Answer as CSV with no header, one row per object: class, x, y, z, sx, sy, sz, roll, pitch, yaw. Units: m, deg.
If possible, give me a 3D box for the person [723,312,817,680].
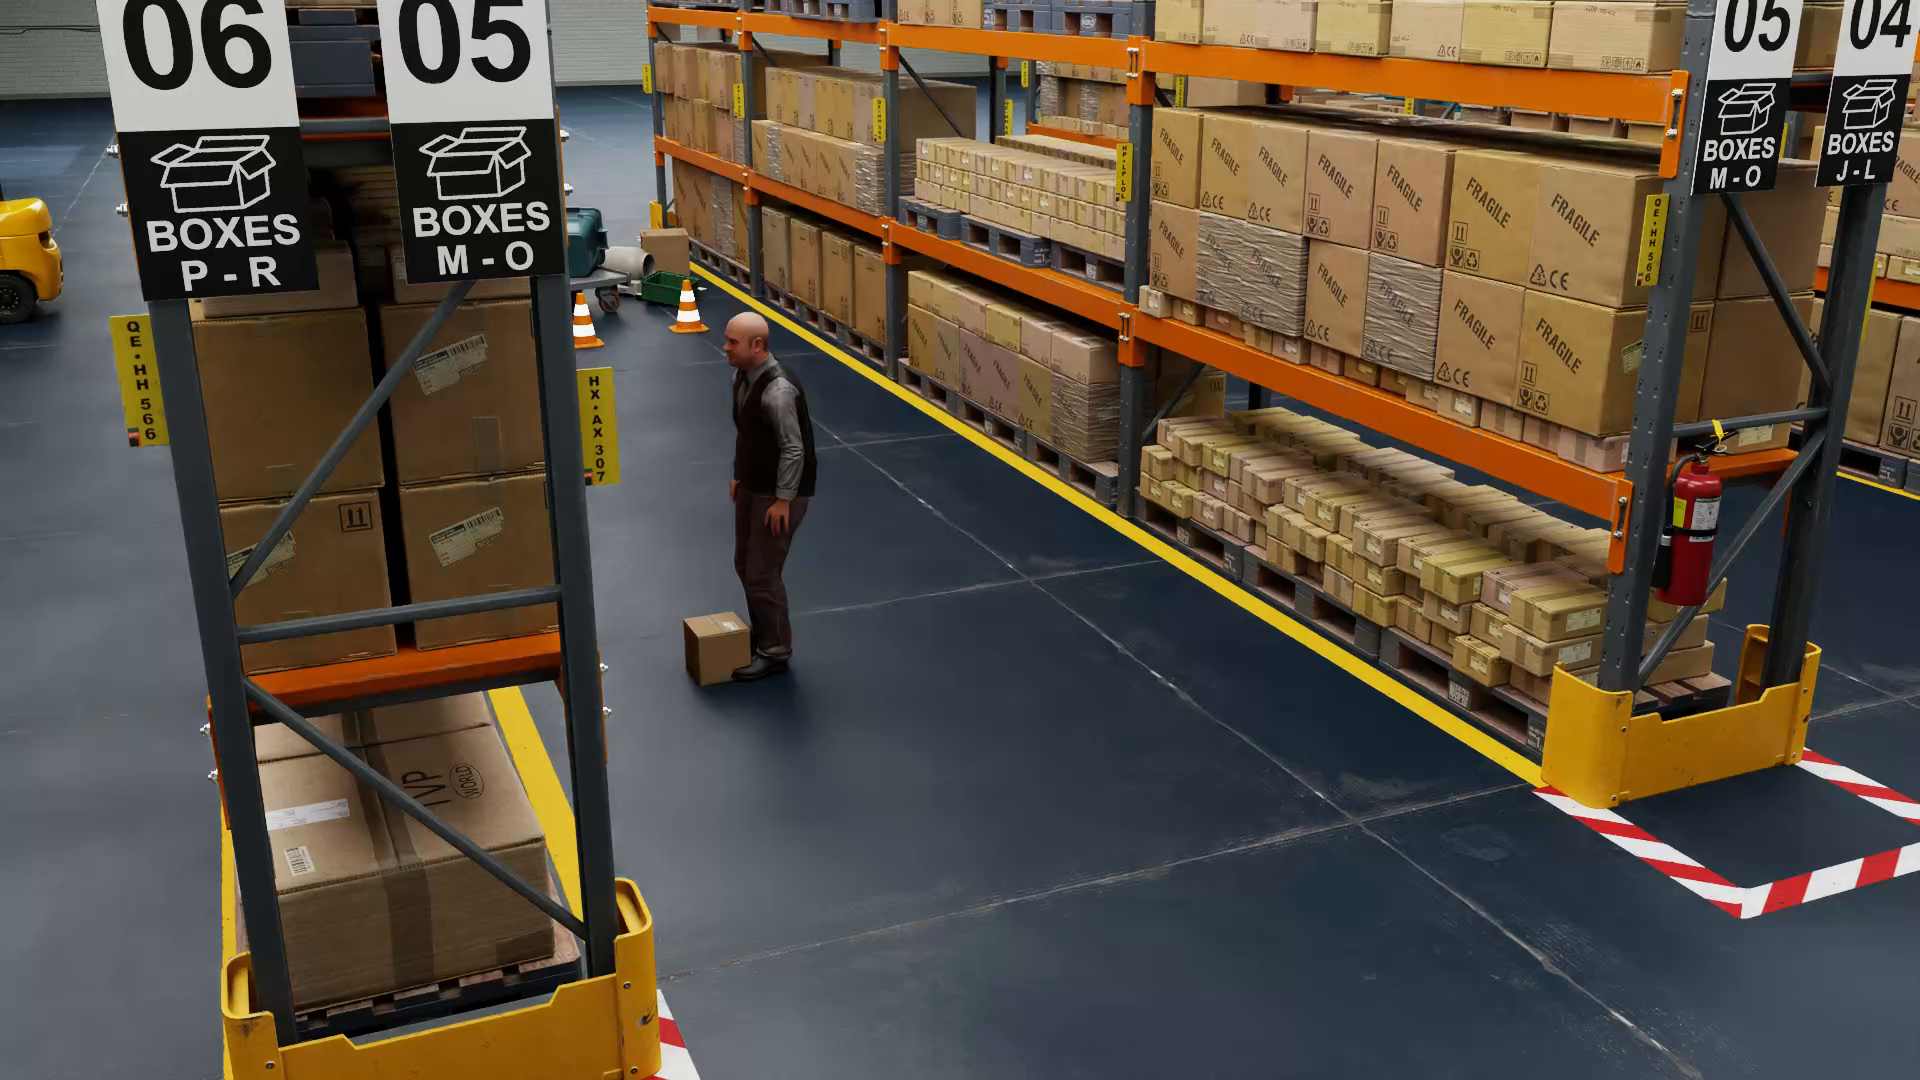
person,-0.914,-0.215,7.736,0.474,1.720,0.593,-9,21,-25
